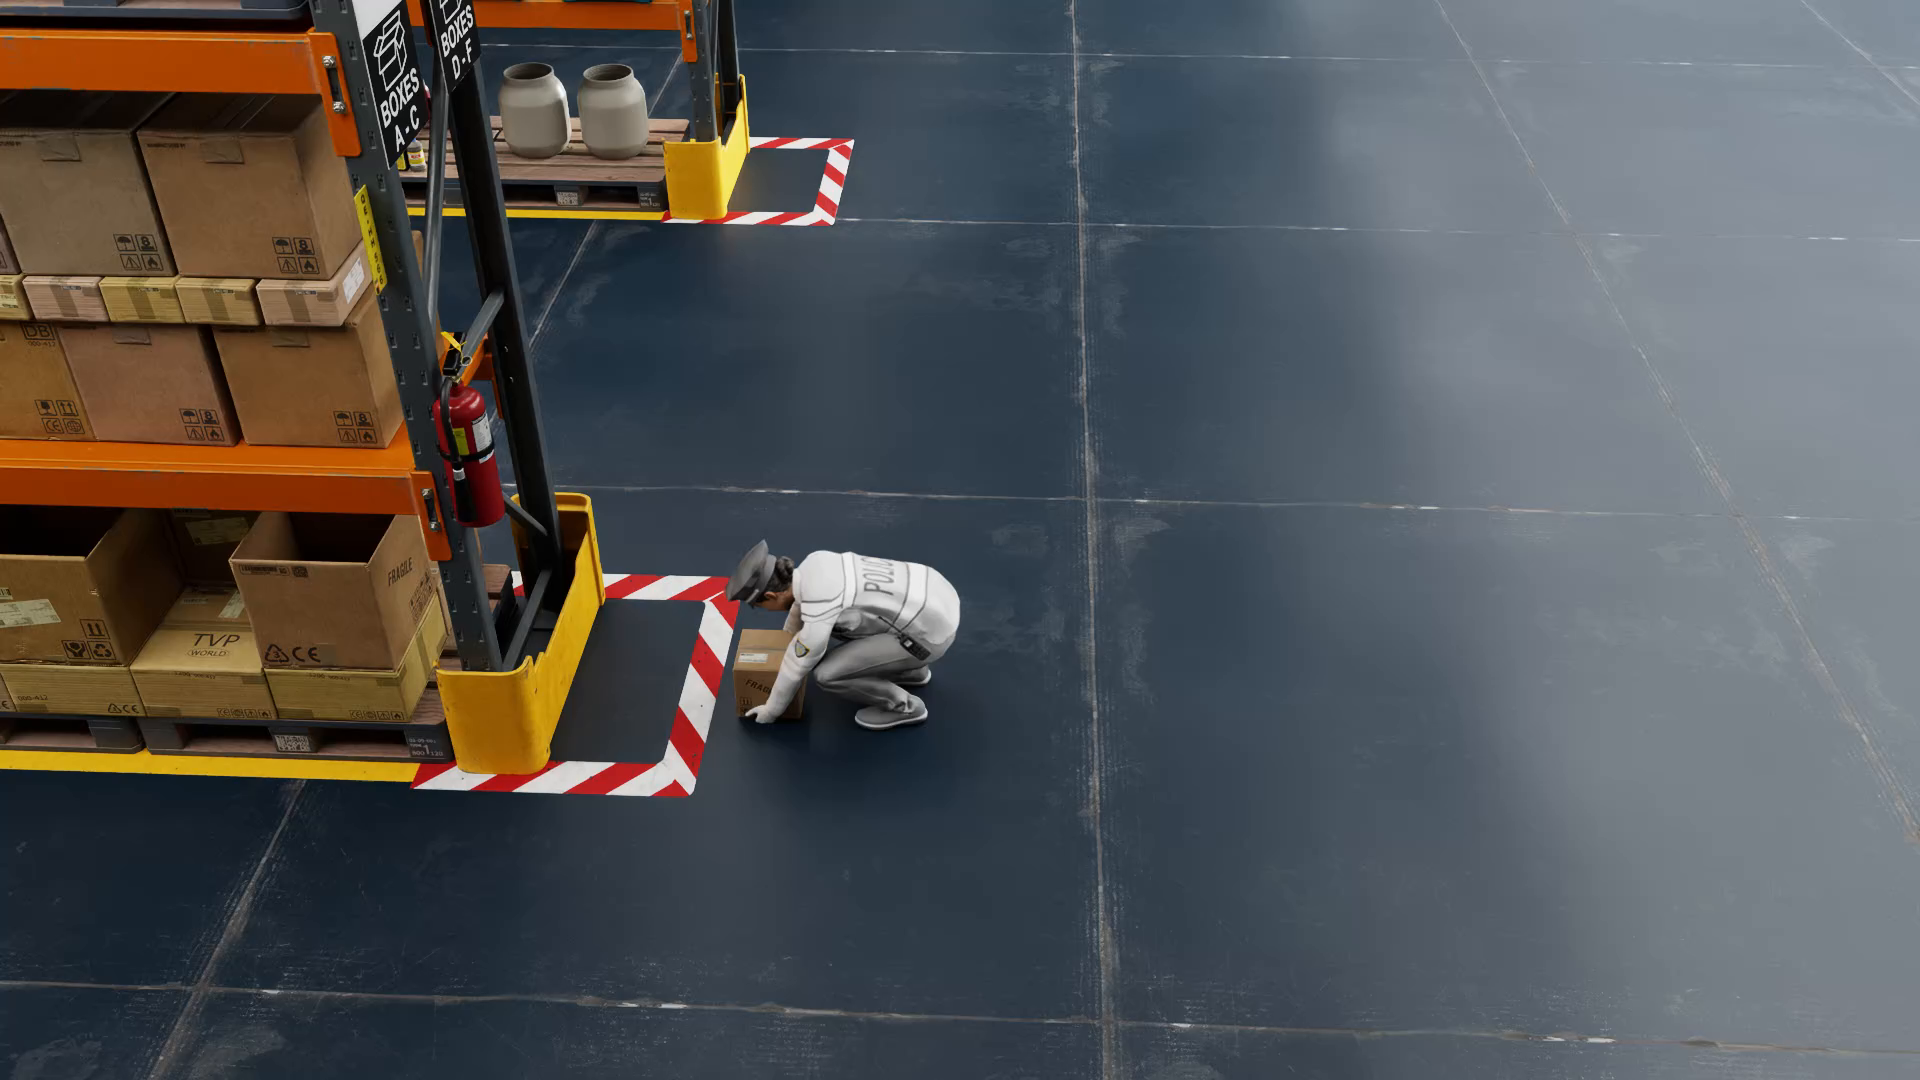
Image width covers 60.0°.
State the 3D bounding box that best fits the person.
[{"bbox_3d":[-0.447,0.357,6.471,0.892,0.840,0.470,1,36,1],"label":"person"}]
